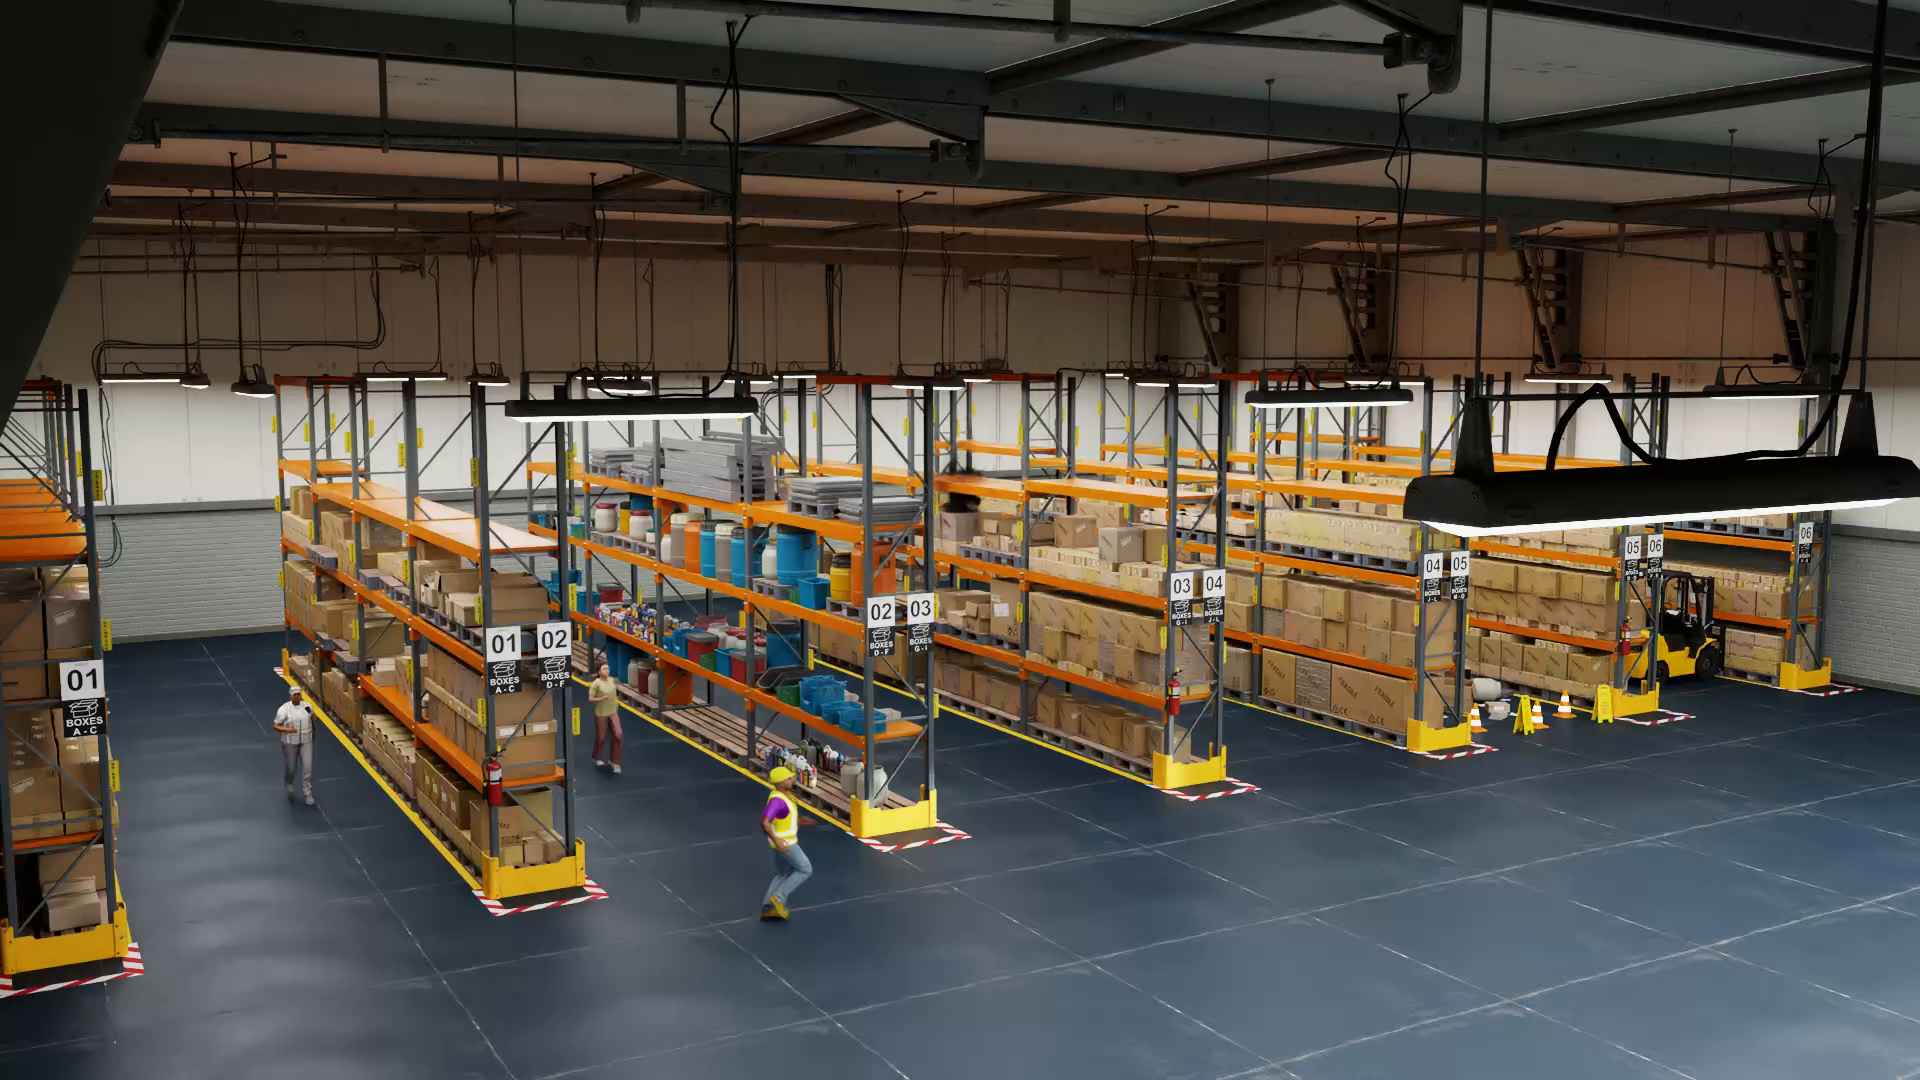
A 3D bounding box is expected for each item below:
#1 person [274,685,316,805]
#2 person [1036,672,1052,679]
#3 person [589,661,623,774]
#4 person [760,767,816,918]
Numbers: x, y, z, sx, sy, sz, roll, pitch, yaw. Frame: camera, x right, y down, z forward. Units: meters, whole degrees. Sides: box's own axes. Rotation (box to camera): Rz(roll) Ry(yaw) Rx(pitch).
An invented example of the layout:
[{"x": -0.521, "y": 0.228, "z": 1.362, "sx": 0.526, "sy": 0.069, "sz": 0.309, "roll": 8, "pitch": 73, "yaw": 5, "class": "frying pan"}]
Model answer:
[{"x": -9.451, "y": 2.889, "z": 23.723, "sx": 0.612, "sy": 1.653, "sz": 0.894, "roll": -4, "pitch": 8, "yaw": -35, "class": "person"}, {"x": 1.678, "y": 1.781, "z": 31.507, "sx": 0.560, "sy": 1.744, "sz": 0.603, "roll": -4, "pitch": 8, "yaw": -35, "class": "person"}, {"x": -5.450, "y": 2.709, "z": 25.520, "sx": 0.559, "sy": 1.717, "sz": 0.698, "roll": -5, "pitch": 8, "yaw": -39, "class": "person"}, {"x": -1.940, "y": 3.406, "z": 18.752, "sx": 0.638, "sy": 1.724, "sz": 0.687, "roll": -1, "pitch": 6, "yaw": -10, "class": "person"}]
